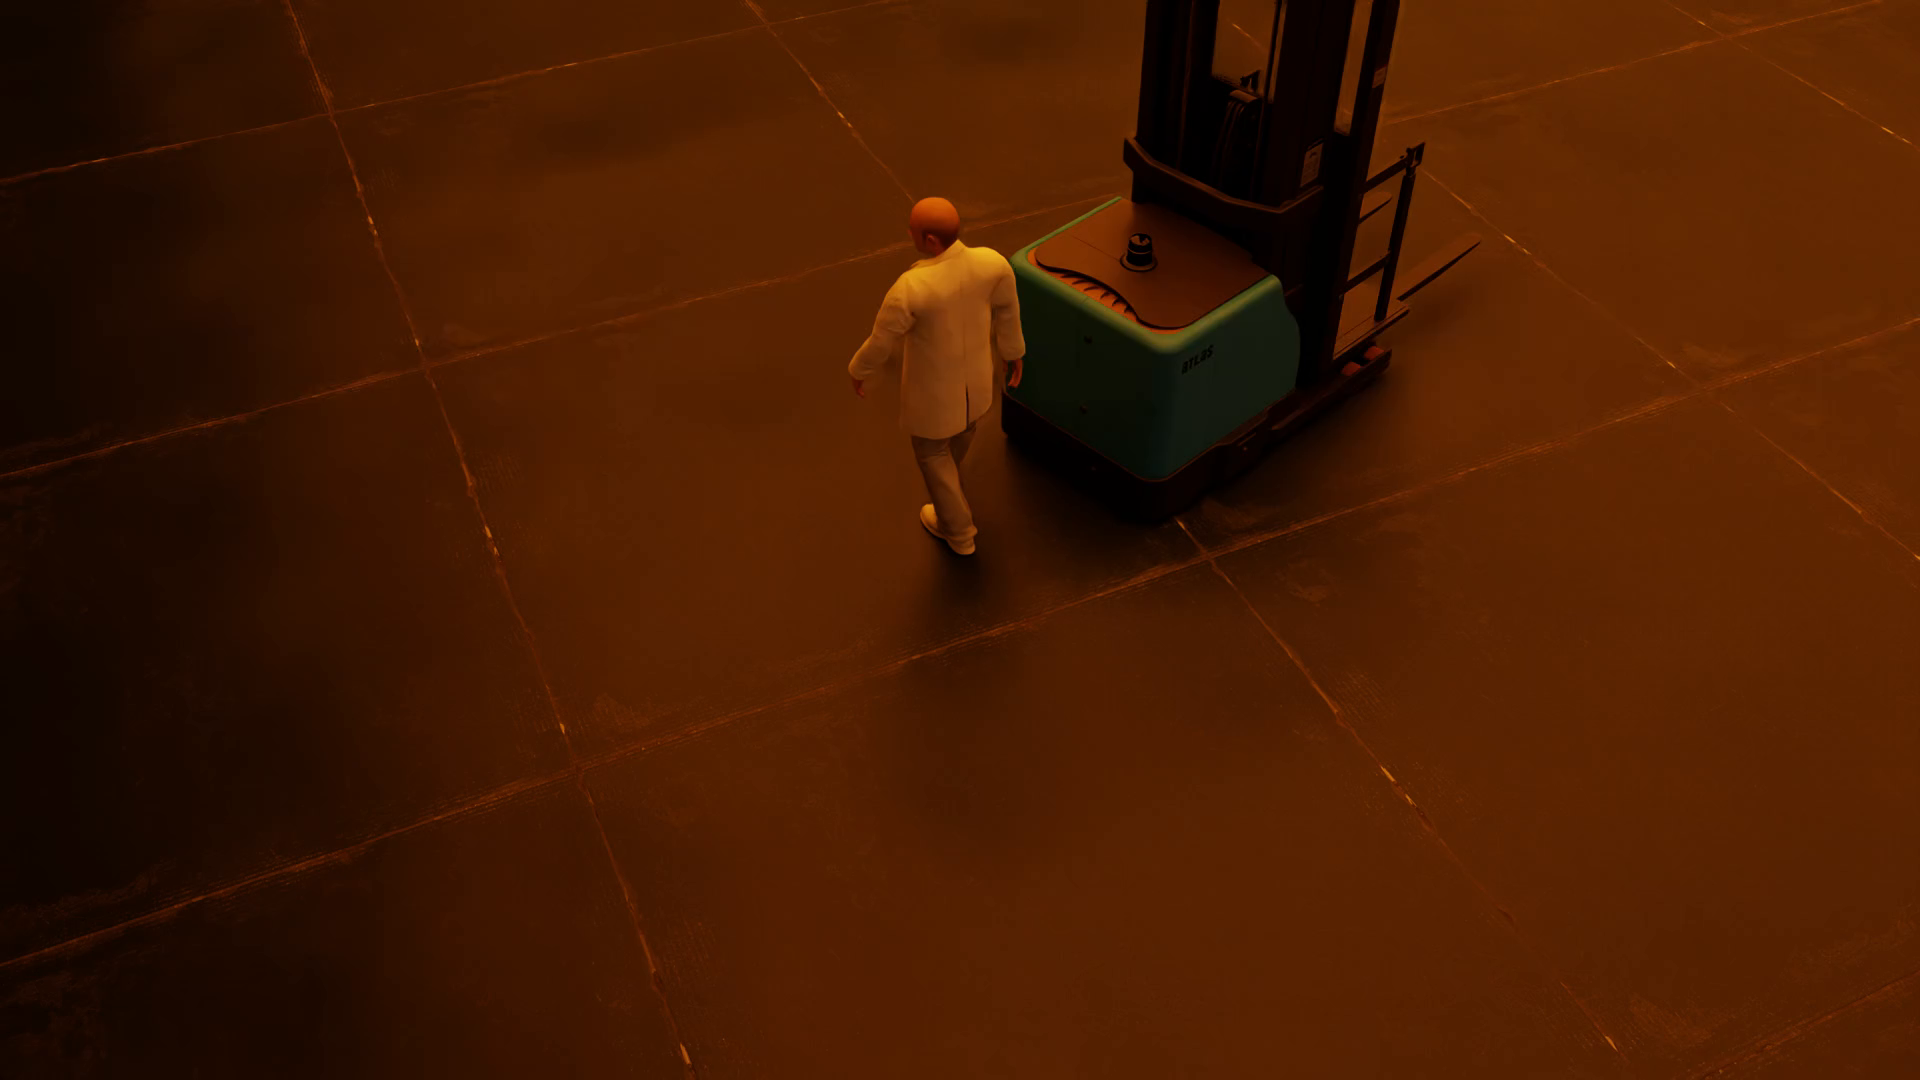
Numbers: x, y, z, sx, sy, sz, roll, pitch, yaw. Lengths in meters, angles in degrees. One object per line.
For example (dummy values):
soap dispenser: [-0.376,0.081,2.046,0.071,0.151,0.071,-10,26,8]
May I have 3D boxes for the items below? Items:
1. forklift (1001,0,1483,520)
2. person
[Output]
forklift: [1.616,-2.057,7.885,3.031,2.935,1.130,-33,52,-31]
person: [-0.128,-0.794,7.397,0.773,1.755,0.764,-24,48,-23]
